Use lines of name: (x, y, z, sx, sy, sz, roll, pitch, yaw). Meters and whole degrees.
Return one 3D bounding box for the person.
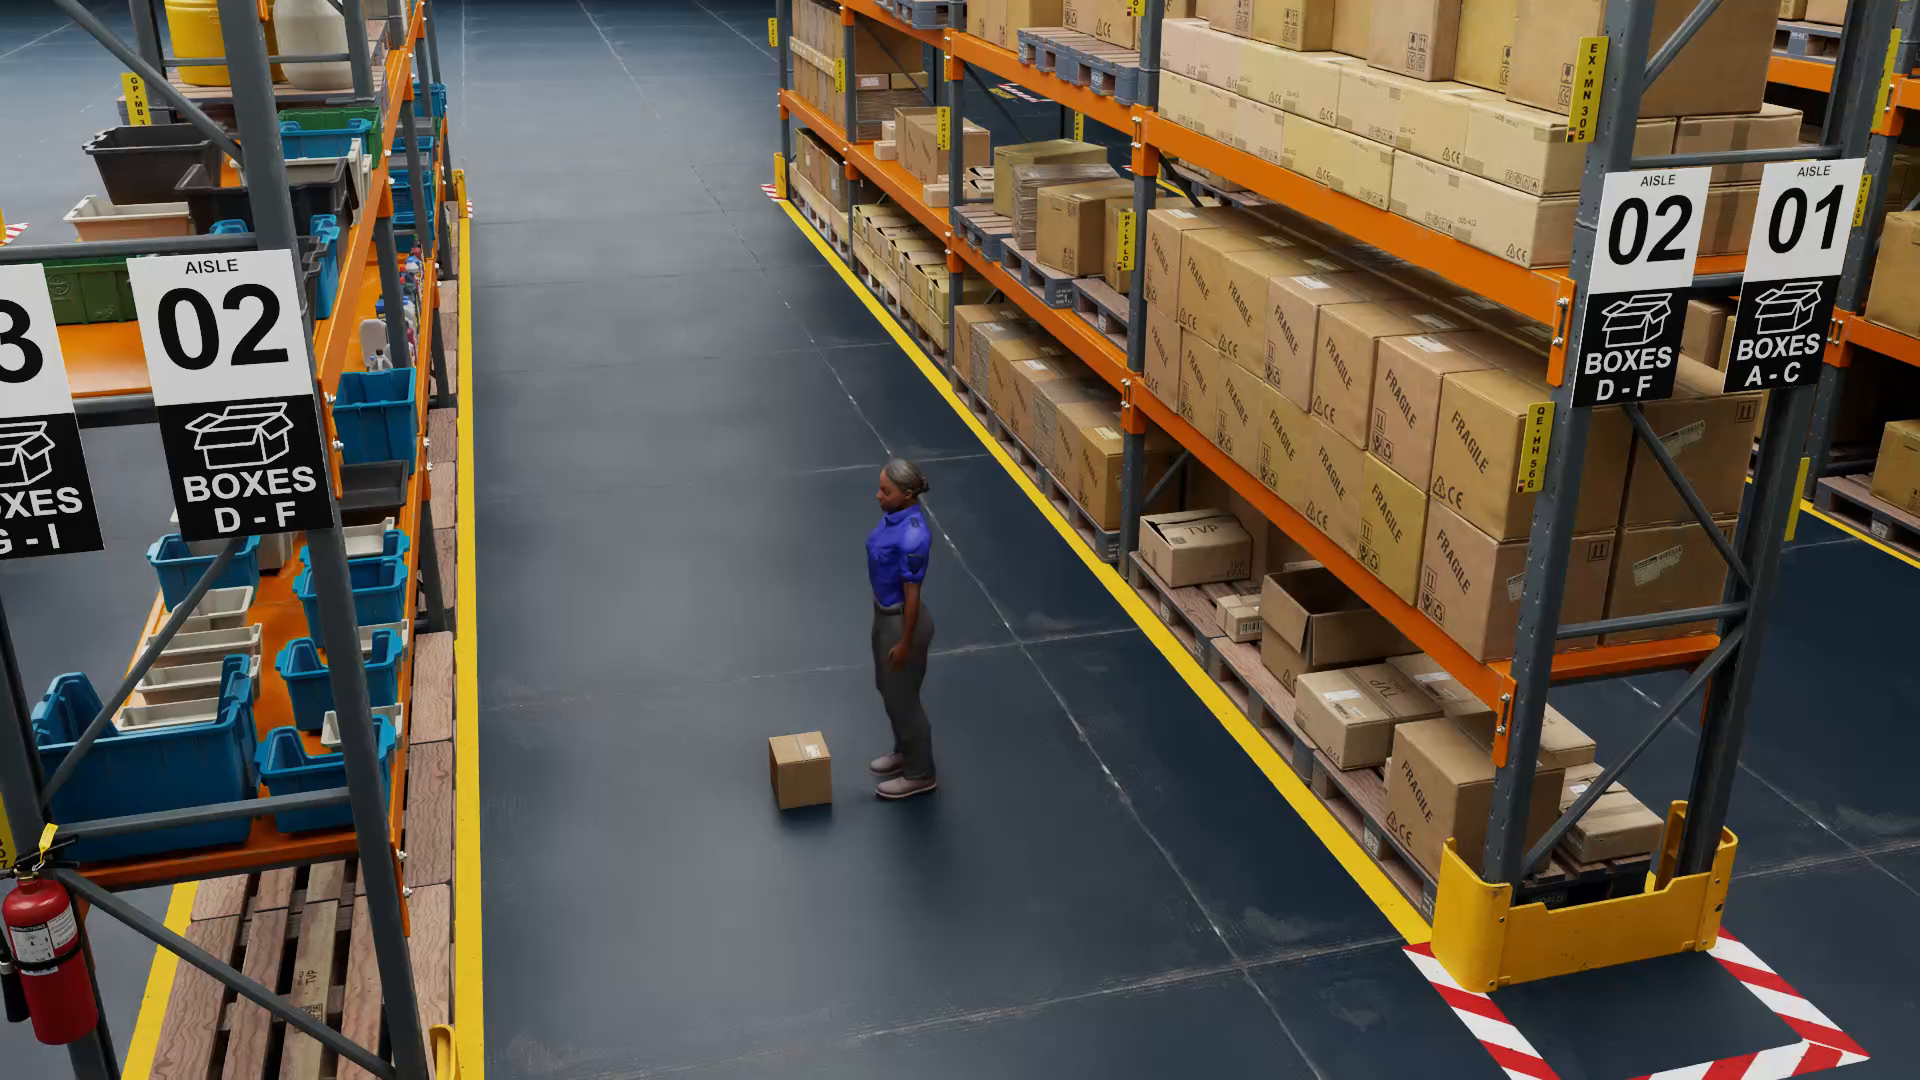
person: (-0.274, 0.411, 7.672, 0.303, 1.649, 0.437, -6, 24, -13)
